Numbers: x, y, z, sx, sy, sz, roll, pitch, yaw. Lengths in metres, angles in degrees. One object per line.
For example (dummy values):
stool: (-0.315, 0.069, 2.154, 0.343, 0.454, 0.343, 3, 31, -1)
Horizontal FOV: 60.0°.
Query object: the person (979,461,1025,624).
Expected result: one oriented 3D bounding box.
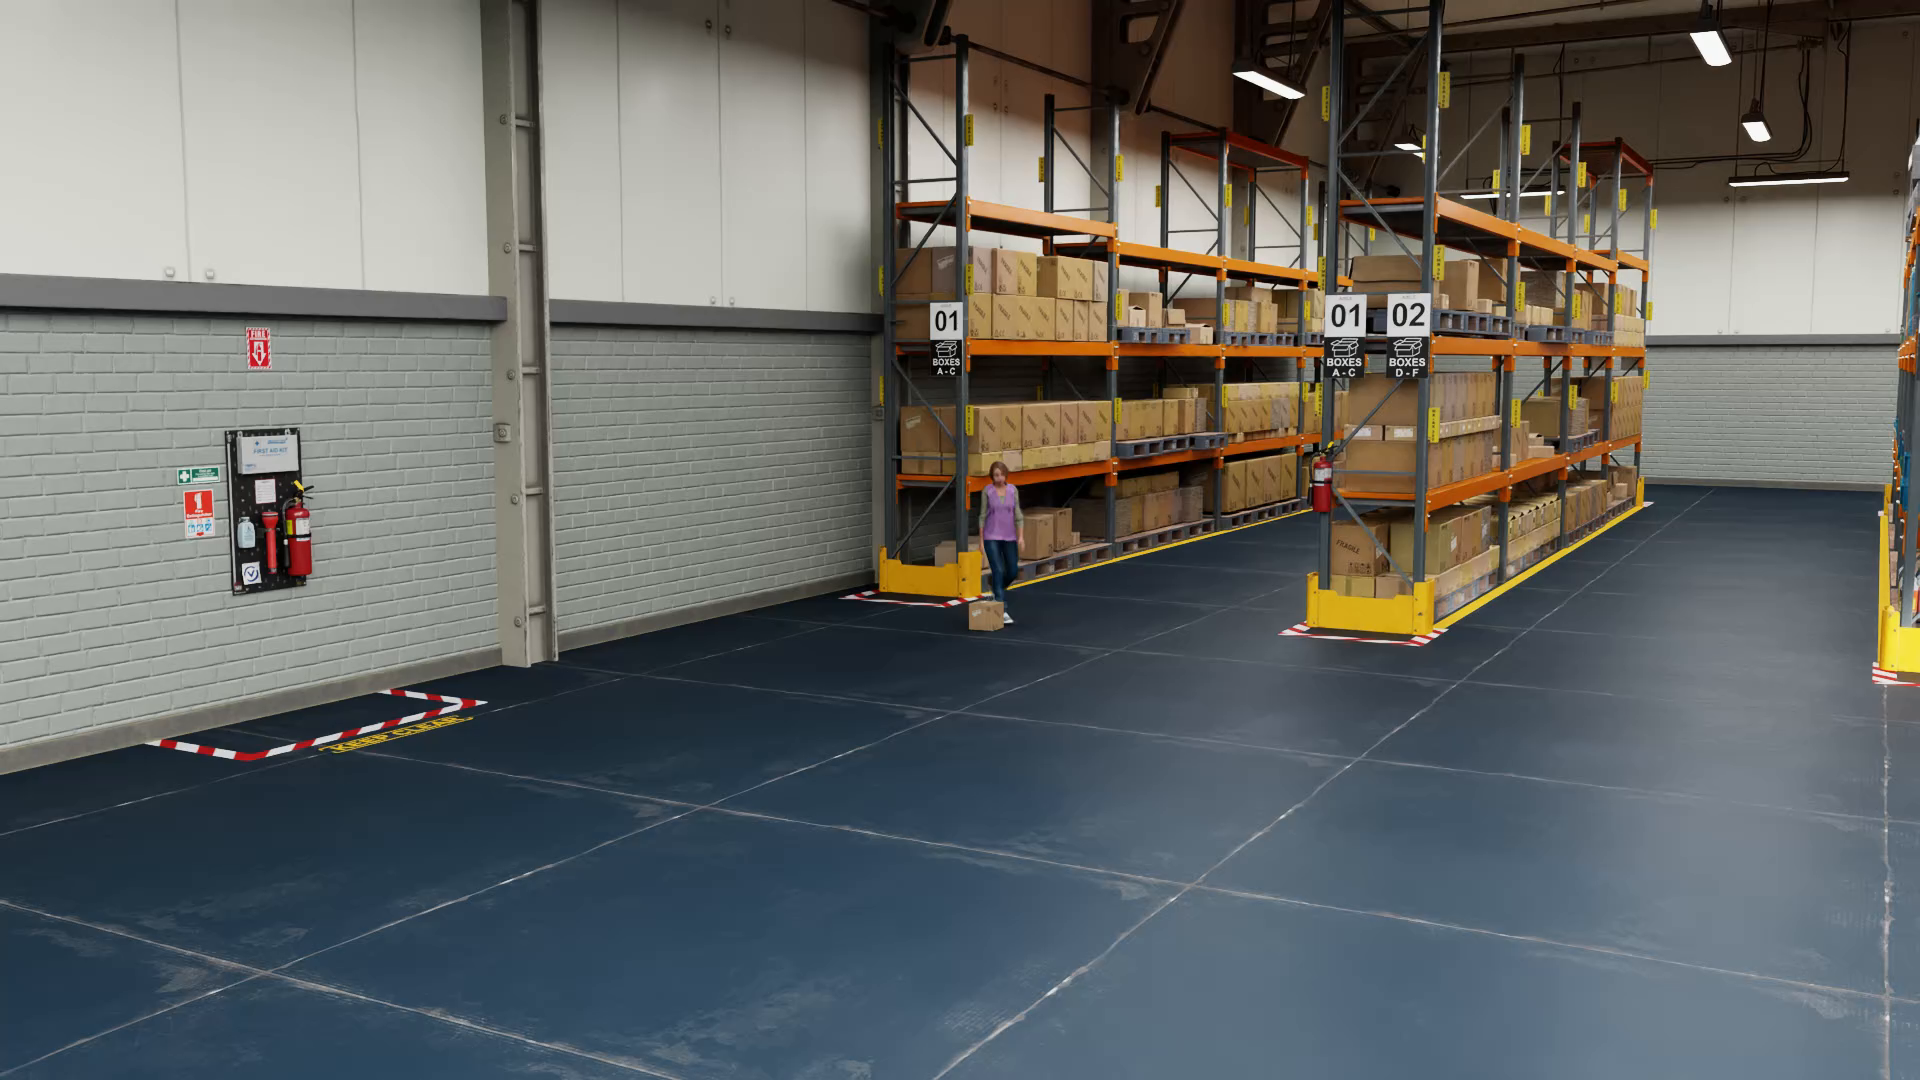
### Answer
person: (0.399, 0.004, 16.512, 0.420, 1.583, 0.724, -2, 6, -16)
